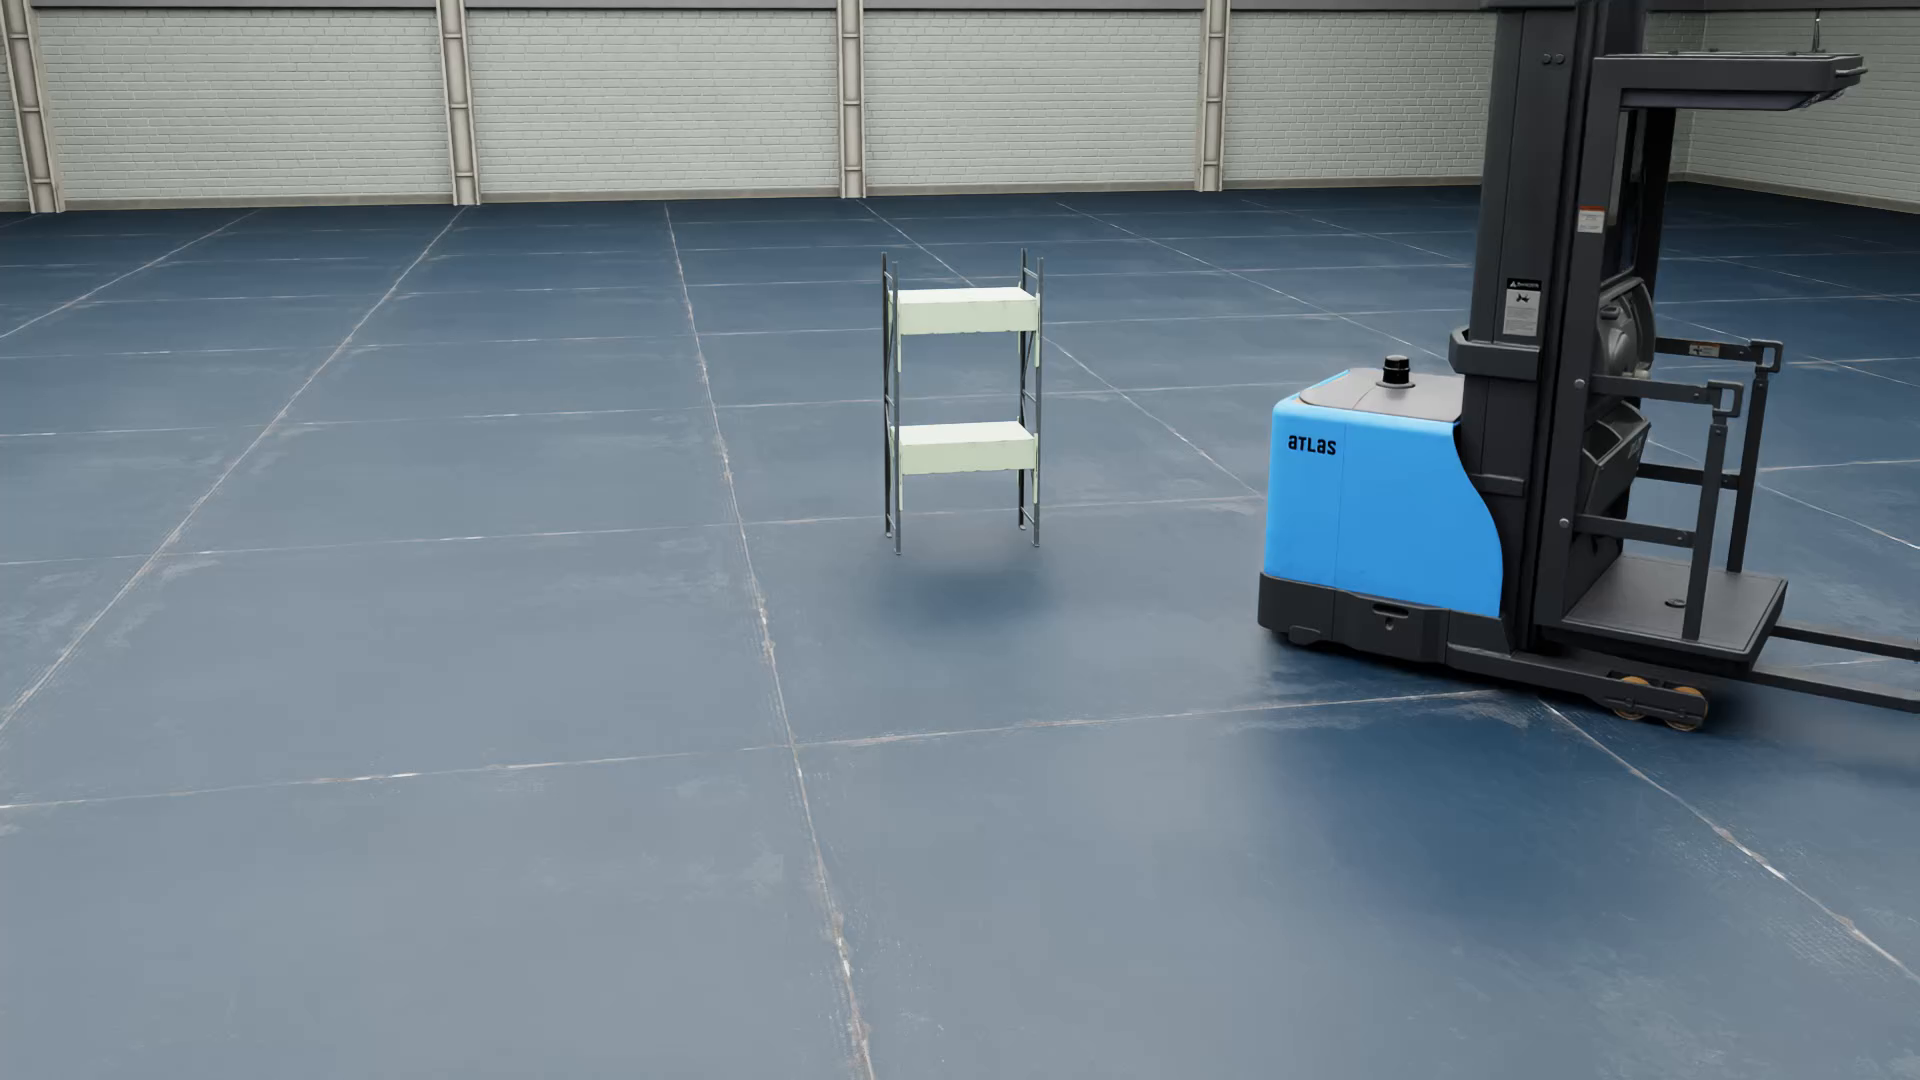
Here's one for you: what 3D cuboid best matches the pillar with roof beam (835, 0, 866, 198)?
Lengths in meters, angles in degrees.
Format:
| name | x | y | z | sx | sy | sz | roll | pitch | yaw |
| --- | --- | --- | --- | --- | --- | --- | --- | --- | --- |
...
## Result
| name | x | y | z | sx | sy | sz | roll | pitch | yaw |
| --- | --- | --- | --- | --- | --- | --- | --- | --- | --- |
| pillar with roof beam | -0.914 | -8.597 | 21.475 | 0.400 | 9.000 | 9.100 | -3 | 17 | -10 |

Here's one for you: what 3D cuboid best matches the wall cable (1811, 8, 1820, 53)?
| name | x | y | z | sx | sy | sz | roll | pitch | yaw |
| --- | --- | --- | --- | --- | --- | --- | --- | --- | --- |
| wall cable | 13.195 | -8.805 | 27.441 | 0.112 | 2.526 | 3.097 | -3 | 17 | -10 |

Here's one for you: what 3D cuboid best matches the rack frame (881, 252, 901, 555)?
| name | x | y | z | sx | sy | sz | roll | pitch | yaw |
| --- | --- | --- | --- | --- | --- | --- | --- | --- | --- |
| rack frame | -0.353 | -0.697 | 8.526 | 0.023 | 1.500 | 0.400 | -3 | 17 | -10 |

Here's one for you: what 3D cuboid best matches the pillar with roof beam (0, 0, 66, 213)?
| name | x | y | z | sx | sy | sz | roll | pitch | yaw |
| --- | --- | --- | --- | --- | --- | --- | --- | --- | --- |
| pillar with roof beam | -12.696 | -7.929 | 19.299 | 0.400 | 9.000 | 9.100 | -3 | 17 | -10 |

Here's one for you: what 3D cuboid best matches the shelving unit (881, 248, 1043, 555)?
| name | x | y | z | sx | sy | sz | roll | pitch | yaw |
| --- | --- | --- | --- | --- | --- | --- | --- | --- | --- |
| shelving unit | 0.007 | -0.717 | 8.593 | 0.755 | 1.500 | 0.431 | -3 | 17 | -10 |

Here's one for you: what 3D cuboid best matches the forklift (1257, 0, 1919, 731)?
| name | x | y | z | sx | sy | sz | roll | pitch | yaw |
| --- | --- | --- | --- | --- | --- | --- | --- | --- | --- |
| forklift | 2.835 | -0.843 | 6.564 | 3.031 | 2.935 | 1.130 | 11 | 20 | 31 |

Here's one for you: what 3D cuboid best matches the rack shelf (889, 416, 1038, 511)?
| name | x | y | z | sx | sy | sz | roll | pitch | yaw |
| --- | --- | --- | --- | --- | --- | --- | --- | --- | --- |
| rack shelf | 0.007 | -0.406 | 8.689 | 0.720 | 0.370 | 0.431 | -3 | 17 | -10 |

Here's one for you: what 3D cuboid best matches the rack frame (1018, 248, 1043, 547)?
| name | x | y | z | sx | sy | sz | roll | pitch | yaw |
| --- | --- | --- | --- | --- | --- | --- | --- | --- | --- |
| rack frame | 0.366 | -0.738 | 8.659 | 0.023 | 1.500 | 0.400 | -3 | 17 | -10 |

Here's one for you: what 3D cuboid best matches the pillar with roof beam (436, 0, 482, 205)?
| name | x | y | z | sx | sy | sz | roll | pitch | yaw |
| --- | --- | --- | --- | --- | --- | --- | --- | --- | --- |
| pillar with roof beam | -6.805 | -8.263 | 20.387 | 0.400 | 9.000 | 9.100 | -3 | 17 | -10 |

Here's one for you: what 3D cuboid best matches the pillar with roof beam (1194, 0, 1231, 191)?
| name | x | y | z | sx | sy | sz | roll | pitch | yaw |
| --- | --- | --- | --- | --- | --- | --- | --- | --- | --- |
| pillar with roof beam | 4.977 | -8.931 | 22.563 | 0.400 | 9.000 | 9.100 | -3 | 17 | -10 |

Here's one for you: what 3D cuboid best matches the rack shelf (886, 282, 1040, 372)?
| name | x | y | z | sx | sy | sz | roll | pitch | yaw |
| --- | --- | --- | --- | --- | --- | --- | --- | --- | --- |
| rack shelf | 0.007 | -1.090 | 8.478 | 0.720 | 0.370 | 0.431 | -3 | 17 | -10 |
